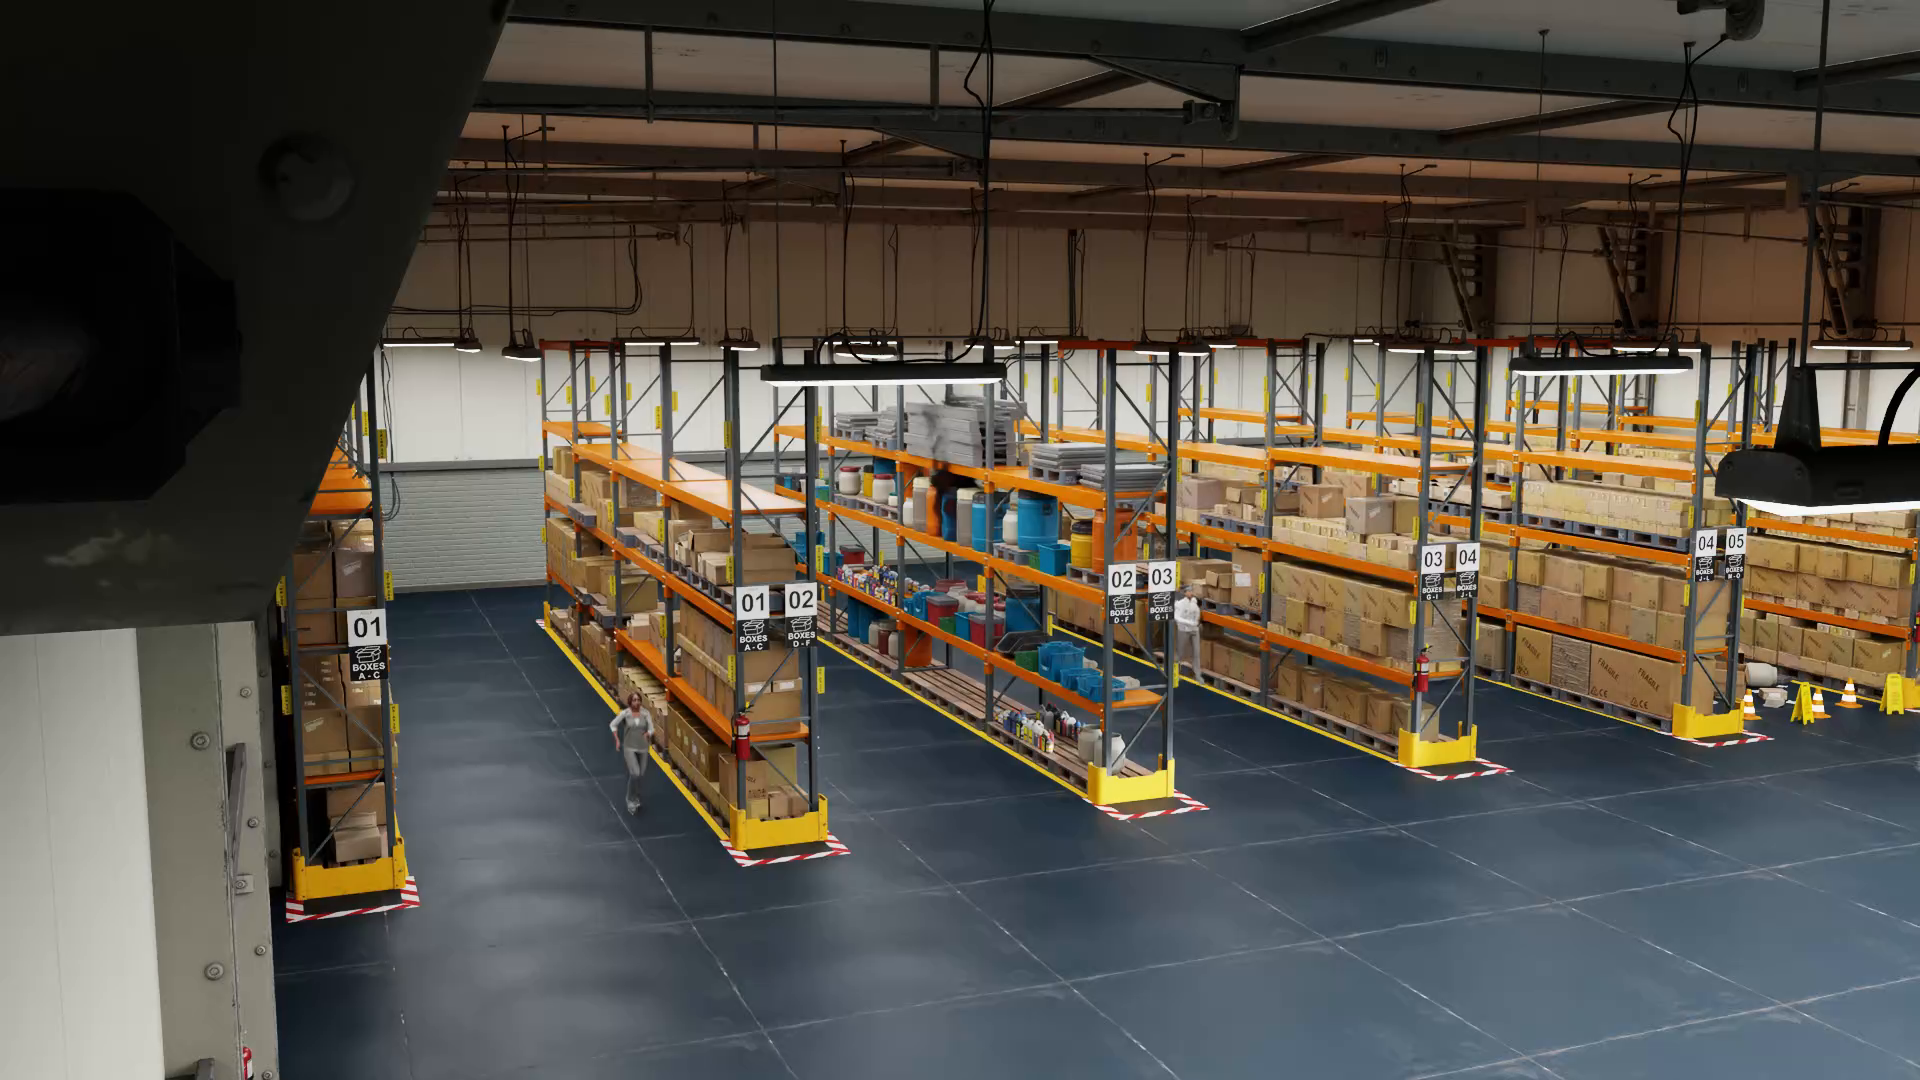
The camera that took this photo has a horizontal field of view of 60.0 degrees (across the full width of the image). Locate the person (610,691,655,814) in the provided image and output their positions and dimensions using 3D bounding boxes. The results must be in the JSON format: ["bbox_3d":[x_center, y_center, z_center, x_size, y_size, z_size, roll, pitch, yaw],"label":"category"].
[{"bbox_3d":[-4.204,2.746,21.529,0.505,1.597,0.667,-4,9,-30],"label":"person"}]

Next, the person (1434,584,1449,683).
[{"bbox_3d":[8.517,1.646,29.353,0.652,1.773,0.653,-5,9,-35],"label":"person"}]

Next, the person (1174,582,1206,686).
[{"bbox_3d":[3.846,1.561,27.947,0.617,1.728,0.862,-4,8,-27],"label":"person"}]
